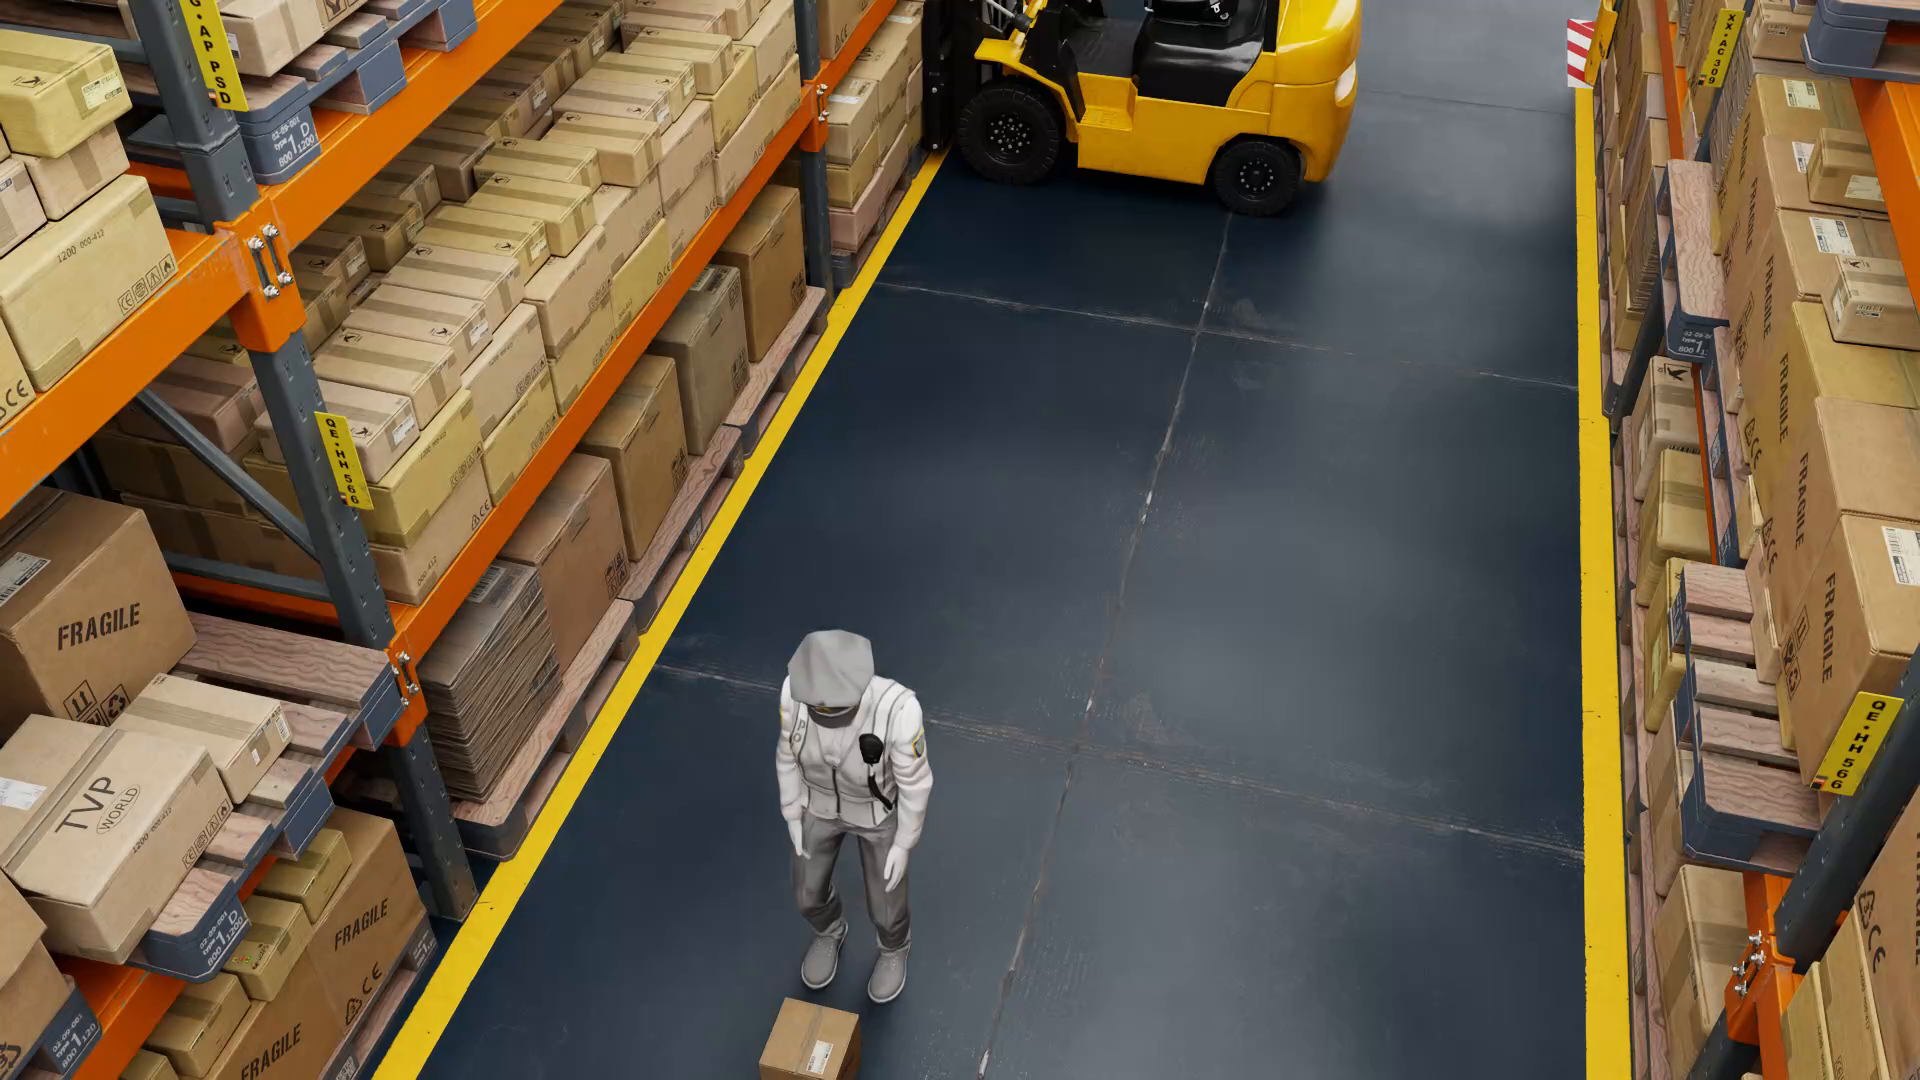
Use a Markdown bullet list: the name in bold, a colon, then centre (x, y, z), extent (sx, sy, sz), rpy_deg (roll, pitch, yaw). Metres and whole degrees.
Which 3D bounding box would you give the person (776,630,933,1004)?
- **person**: centre (-0.330, 0.872, 5.202), extent (0.500, 1.626, 0.446), rpy_deg (11, 42, 12)
